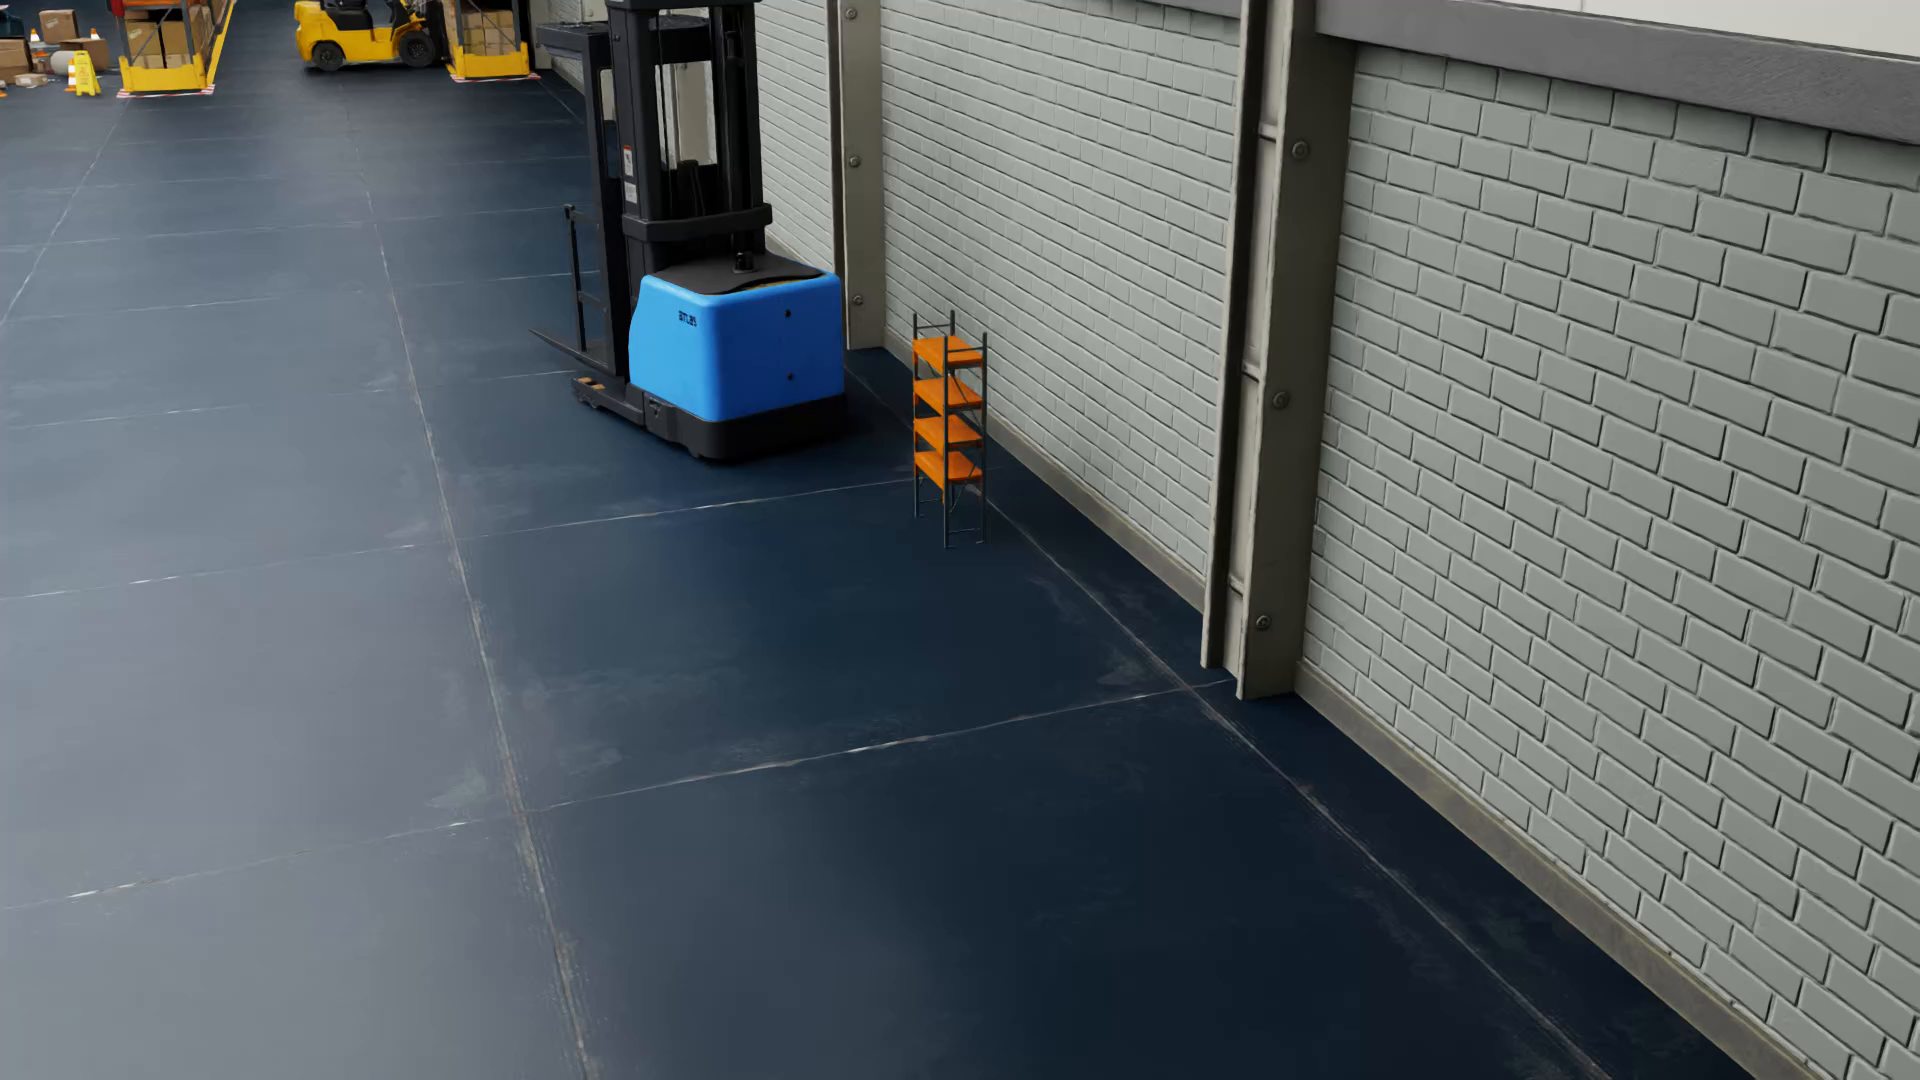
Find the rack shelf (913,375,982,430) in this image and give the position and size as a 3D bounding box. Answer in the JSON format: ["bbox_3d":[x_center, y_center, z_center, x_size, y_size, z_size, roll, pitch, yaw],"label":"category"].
[{"bbox_3d":[-0.059,-0.757,9.099,0.258,0.148,0.480,-8,24,-19],"label":"rack shelf"}]

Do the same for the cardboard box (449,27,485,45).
[{"bbox_3d":[-8.193,-8.382,27.630,0.500,0.250,0.500,-9,24,-20],"label":"cardboard box"}]

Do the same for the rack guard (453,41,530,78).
[{"bbox_3d":[-7.720,-7.930,27.422,1.175,0.500,0.348,-8,24,-19],"label":"rack guard"}]

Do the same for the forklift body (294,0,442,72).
[{"bbox_3d":[-10.105,-9.139,28.163,2.313,2.155,1.214,-8,24,-19],"label":"forklift body"}]

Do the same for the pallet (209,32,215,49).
[{"bbox_3d":[-14.495,-9.304,31.052,1.003,0.211,1.213,-8,24,-19],"label":"pallet"}]

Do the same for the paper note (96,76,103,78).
[{"bbox_3d":[-14.107,-7.579,27.193,0.142,0.019,0.148,-18,29,-37],"label":"paper note"}]

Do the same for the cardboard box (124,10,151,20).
[{"bbox_3d":[-13.090,-8.359,26.419,0.380,0.149,0.250,-8,24,-17],"label":"cardboard box"}]

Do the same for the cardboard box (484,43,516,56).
[{"bbox_3d":[-7.719,-8.223,27.897,0.500,0.250,0.500,-8,24,-19],"label":"cardboard box"}]

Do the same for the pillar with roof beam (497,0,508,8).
[{"bbox_3d":[-13.278,-13.822,30.457,9.100,9.000,0.400,-8,24,-19],"label":"pillar with roof beam"}]

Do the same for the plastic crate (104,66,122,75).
[{"bbox_3d":[-13.996,-7.834,27.733,0.402,0.080,0.583,-18,29,-37],"label":"plastic crate"}]

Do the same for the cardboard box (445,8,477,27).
[{"bbox_3d":[-8.368,-8.788,27.949,0.500,0.250,0.500,-8,24,-18],"label":"cardboard box"}]

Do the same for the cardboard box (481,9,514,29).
[{"bbox_3d":[-7.721,-8.679,27.692,0.500,0.250,0.500,-9,24,-20],"label":"cardboard box"}]

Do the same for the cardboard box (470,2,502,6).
[{"bbox_3d":[-8.242,-9.230,29.000,0.500,0.250,0.500,-9,24,-20],"label":"cardboard box"}]

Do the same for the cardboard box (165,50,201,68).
[{"bbox_3d":[-12.397,-7.666,26.576,0.500,0.250,0.500,-9,24,-19],"label":"cardboard box"}]

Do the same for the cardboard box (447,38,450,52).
[{"bbox_3d":[-8.525,-8.510,28.578,0.500,0.250,0.500,-8,24,-18],"label":"cardboard box"}]

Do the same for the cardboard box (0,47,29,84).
[{"bbox_3d":[-15.359,-7.549,26.513,0.637,0.503,0.797,12,26,27],"label":"cardboard box"}]

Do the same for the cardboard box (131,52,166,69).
[{"bbox_3d":[-12.916,-7.601,26.421,0.500,0.250,0.500,-8,24,-19],"label":"cardboard box"}]

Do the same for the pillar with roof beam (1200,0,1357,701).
[{"bbox_3d":[-2.680,-2.921,4.594,9.100,9.000,0.400,-8,24,-19],"label":"pillar with roof beam"}]

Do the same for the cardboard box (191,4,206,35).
[{"bbox_3d":[-13.323,-8.956,28.671,0.500,0.500,0.500,-9,24,-20],"label":"cardboard box"}]

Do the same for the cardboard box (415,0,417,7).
[{"bbox_3d":[-11.637,-11.912,36.328,0.500,0.500,0.500,-9,25,-21],"label":"cardboard box"}]

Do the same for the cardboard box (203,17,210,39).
[{"bbox_3d":[-14.228,-9.296,30.285,0.950,0.372,0.625,-7,24,-16],"label":"cardboard box"}]

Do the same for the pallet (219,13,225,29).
[{"bbox_3d":[-15.832,-10.770,34.531,1.003,0.211,1.213,-8,24,-19],"label":"pallet"}]

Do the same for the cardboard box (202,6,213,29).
[{"bbox_3d":[-15.006,-10.091,32.173,0.950,0.372,0.625,-10,25,-23],"label":"cardboard box"}]

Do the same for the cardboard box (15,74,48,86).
[{"bbox_3d":[-14.723,-7.294,26.364,0.380,0.149,0.250,4,23,9],"label":"cardboard box"}]

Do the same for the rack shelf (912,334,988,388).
[{"bbox_3d":[-0.059,-0.975,9.007,0.258,0.148,0.480,-8,24,-19],"label":"rack shelf"}]

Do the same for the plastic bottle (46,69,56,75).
[{"bbox_3d":[-15.082,-7.782,27.634,0.133,0.061,0.283,-4,23,-10],"label":"plastic bottle"}]

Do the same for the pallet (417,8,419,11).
[{"bbox_3d":[-11.210,-11.432,36.101,1.003,0.211,1.213,-8,24,-19],"label":"pallet"}]

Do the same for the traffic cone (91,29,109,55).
[{"bbox_3d":[-15.531,-8.952,29.892,0.336,0.463,0.334,-8,24,-19],"label":"traffic cone"}]

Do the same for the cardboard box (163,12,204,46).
[{"bbox_3d":[-12.764,-8.393,27.335,0.500,0.500,0.500,-8,24,-18],"label":"cardboard box"}]

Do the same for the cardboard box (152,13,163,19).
[{"bbox_3d":[-13.257,-8.309,27.137,0.500,0.500,0.500,-9,24,-20],"label":"cardboard box"}]

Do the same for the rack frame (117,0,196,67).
[{"bbox_3d":[-12.370,-8.409,25.338,1.000,3.000,0.127,-8,24,-19],"label":"rack frame"}]

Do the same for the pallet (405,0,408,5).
[{"bbox_3d":[-12.644,-12.860,39.490,1.003,0.211,1.213,-8,24,-19],"label":"pallet"}]

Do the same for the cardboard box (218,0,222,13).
[{"bbox_3d":[-15.989,-11.442,34.730,0.875,0.875,0.875,-8,24,-17],"label":"cardboard box"}]

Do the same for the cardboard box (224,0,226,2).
[{"bbox_3d":[-17.048,-12.350,37.447,0.875,0.438,0.875,-9,25,-21],"label":"cardboard box"}]

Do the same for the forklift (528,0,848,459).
[{"bbox_3d":[-2.037,-2.357,11.067,1.130,2.935,3.031,-17,28,-35],"label":"forklift"}]

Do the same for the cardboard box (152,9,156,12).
[{"bbox_3d":[-13.559,-8.844,27.570,0.380,0.149,0.250,-7,24,-16],"label":"cardboard box"}]

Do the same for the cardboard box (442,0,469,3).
[{"bbox_3d":[-8.906,-9.346,29.275,0.500,0.250,0.500,-7,24,-17],"label":"cardboard box"}]

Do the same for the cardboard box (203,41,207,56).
[{"bbox_3d":[-12.950,-8.233,27.921,0.500,0.250,0.500,-8,24,-18],"label":"cardboard box"}]

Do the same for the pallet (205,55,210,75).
[{"bbox_3d":[-13.078,-7.894,27.707,1.003,0.211,1.213,-8,24,-19],"label":"pallet"}]

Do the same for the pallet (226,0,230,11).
[{"bbox_3d":[-17.240,-12.215,37.959,1.003,0.211,1.213,-8,24,-19],"label":"pallet"}]

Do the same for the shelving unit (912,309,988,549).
[{"bbox_3d":[-0.058,-0.613,9.160,0.258,1.200,0.503,-8,24,-19],"label":"shelving unit"}]

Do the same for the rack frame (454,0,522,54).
[{"bbox_3d":[-7.728,-9.091,26.957,1.000,3.000,0.127,-8,24,-19],"label":"rack frame"}]
